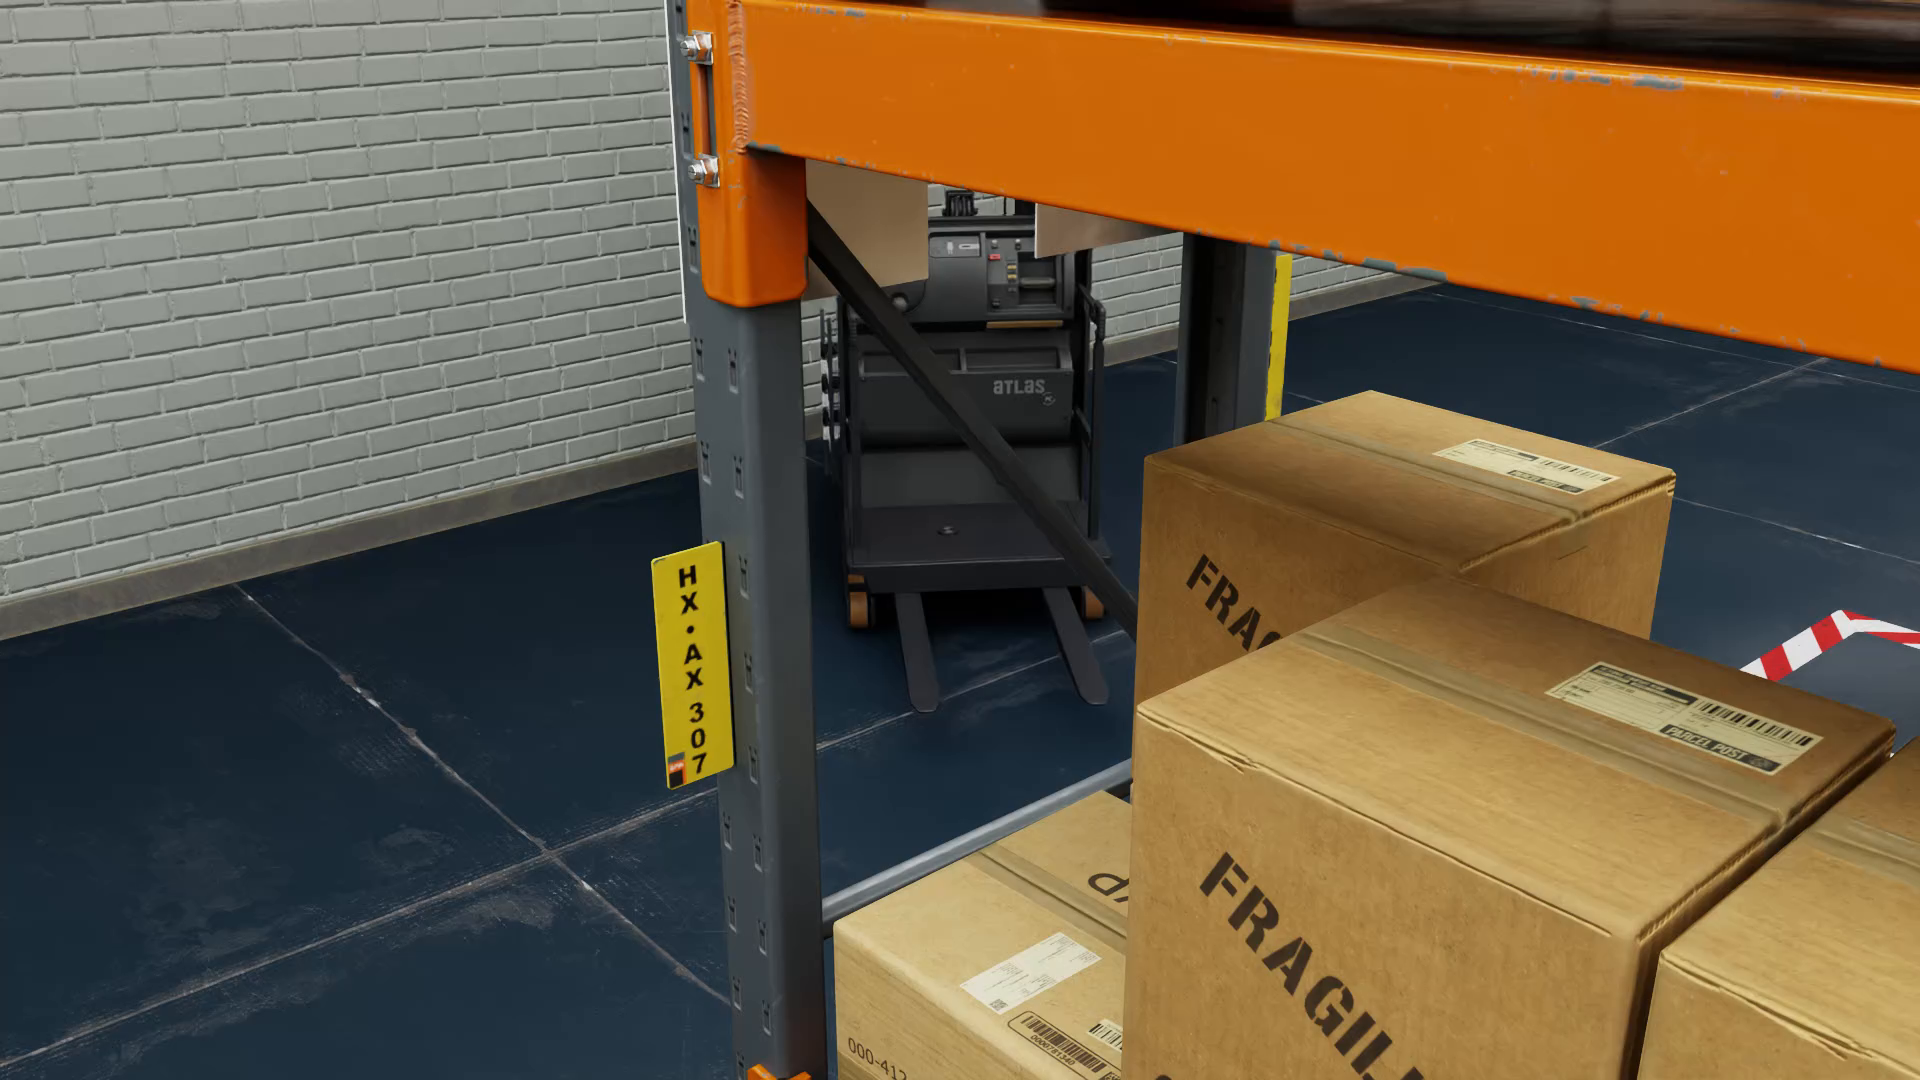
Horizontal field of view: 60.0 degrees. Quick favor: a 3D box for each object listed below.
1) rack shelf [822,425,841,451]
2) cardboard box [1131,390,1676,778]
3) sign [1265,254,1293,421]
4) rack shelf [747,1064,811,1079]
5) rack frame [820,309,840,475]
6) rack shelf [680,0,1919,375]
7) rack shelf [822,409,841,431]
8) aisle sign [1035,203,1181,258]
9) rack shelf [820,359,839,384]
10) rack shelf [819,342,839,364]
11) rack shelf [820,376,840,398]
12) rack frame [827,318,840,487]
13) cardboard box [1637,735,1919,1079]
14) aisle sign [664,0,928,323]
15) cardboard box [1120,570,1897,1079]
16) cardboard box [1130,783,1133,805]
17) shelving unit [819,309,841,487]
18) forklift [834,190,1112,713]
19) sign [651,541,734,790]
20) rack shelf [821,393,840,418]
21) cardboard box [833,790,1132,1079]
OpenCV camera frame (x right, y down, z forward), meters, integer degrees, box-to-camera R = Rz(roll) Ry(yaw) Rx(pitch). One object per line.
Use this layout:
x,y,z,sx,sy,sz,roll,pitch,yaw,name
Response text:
-0.578,-0.543,8.722,0.258,0.077,0.200,-5,22,-13,rack shelf
0.597,0.129,2.312,0.500,0.500,0.500,-17,27,-37,cardboard box
0.500,-0.300,2.725,0.100,0.325,0.005,-17,27,-37,sign
1.385,1.362,1.380,1.077,0.370,4.000,-17,27,-37,rack shelf
-0.603,-0.778,8.736,0.240,0.900,0.006,-5,22,-13,rack frame
1.385,-0.035,0.833,1.077,0.370,4.000,-17,27,-37,rack shelf
-0.578,-0.627,8.690,0.258,0.077,0.200,-5,22,-13,rack shelf
0.260,-0.827,2.419,0.394,0.787,0.004,-17,27,-37,aisle sign
-0.578,-0.879,8.591,0.258,0.077,0.200,-5,22,-13,rack shelf
-0.578,-0.962,8.558,0.258,0.077,0.200,-5,22,-13,rack shelf
-0.578,-0.795,8.624,0.258,0.077,0.200,-5,22,-13,rack shelf
-0.553,-0.706,8.553,0.240,0.900,0.006,-5,22,-13,rack frame
0.858,0.533,1.279,0.500,0.500,0.500,-18,28,-39,cardboard box
-0.194,-0.685,2.054,0.394,0.787,0.004,-17,27,-37,aisle sign
0.515,0.392,1.641,0.500,0.500,0.500,-18,28,-39,cardboard box
0.597,0.476,2.452,0.500,0.250,0.500,-18,28,-38,cardboard box
-0.578,-0.742,8.645,0.258,0.900,0.210,-5,22,-13,shelving unit
0.042,-1.115,6.813,1.130,2.935,3.031,-2,21,-5,forklift
-0.345,0.165,2.154,0.100,0.325,0.005,-17,27,-37,sign
-0.578,-0.711,8.657,0.258,0.077,0.200,-5,22,-13,rack shelf
0.189,0.603,2.130,0.500,0.250,0.500,-18,28,-39,cardboard box
